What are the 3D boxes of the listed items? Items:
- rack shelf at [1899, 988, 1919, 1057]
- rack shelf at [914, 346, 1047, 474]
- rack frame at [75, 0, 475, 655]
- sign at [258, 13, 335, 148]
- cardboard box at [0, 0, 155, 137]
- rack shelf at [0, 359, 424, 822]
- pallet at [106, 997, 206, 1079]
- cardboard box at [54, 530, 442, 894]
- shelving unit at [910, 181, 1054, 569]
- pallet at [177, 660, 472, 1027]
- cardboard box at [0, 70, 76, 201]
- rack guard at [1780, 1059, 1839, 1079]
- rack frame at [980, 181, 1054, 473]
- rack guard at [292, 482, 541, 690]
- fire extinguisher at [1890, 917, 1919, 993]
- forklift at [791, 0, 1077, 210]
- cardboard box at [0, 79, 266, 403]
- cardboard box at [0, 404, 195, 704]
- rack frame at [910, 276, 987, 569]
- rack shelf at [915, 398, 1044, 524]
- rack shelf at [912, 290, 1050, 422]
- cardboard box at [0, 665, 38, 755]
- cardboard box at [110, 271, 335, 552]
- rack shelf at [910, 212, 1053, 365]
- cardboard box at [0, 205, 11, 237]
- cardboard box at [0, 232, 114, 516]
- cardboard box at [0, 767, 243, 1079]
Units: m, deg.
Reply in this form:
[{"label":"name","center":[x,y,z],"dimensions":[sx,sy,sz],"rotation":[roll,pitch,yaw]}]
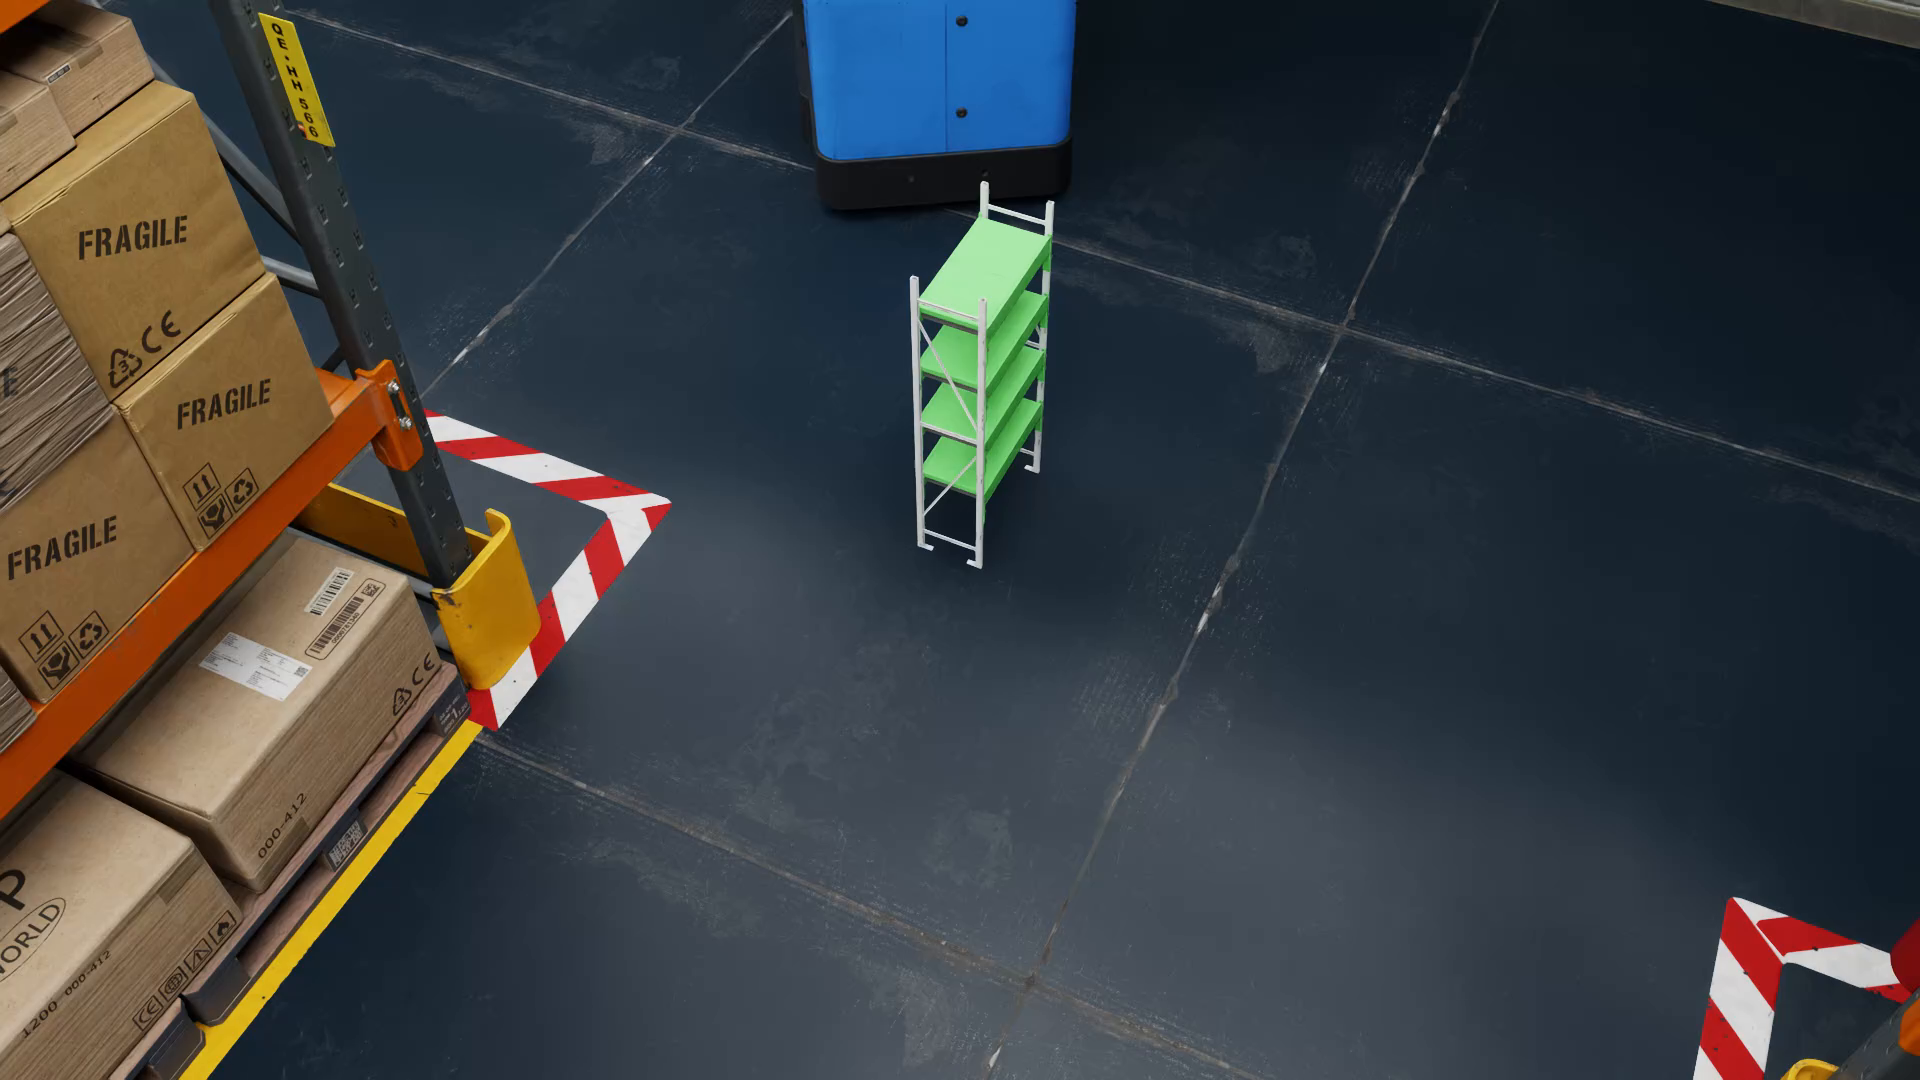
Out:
[{"label":"rack shelf","center":[1.658,2.458,2.162],"dimensions":[1.077,0.370,4.000],"rotation":[20,52,16]},{"label":"rack shelf","center":[0.071,-0.461,5.439],"dimensions":[0.258,0.148,0.480],"rotation":[20,52,16]},{"label":"rack frame","center":[-1.977,-0.765,4.432],"dimensions":[1.000,3.000,0.127],"rotation":[20,52,16]},{"label":"sign","center":[-1.492,-1.031,3.742],"dimensions":[0.100,0.325,0.005],"rotation":[20,52,16]},{"label":"cardboard box","center":[-1.949,-1.020,3.500],"dimensions":[0.380,0.149,0.250],"rotation":[20,53,17]},{"label":"rack shelf","center":[-2.832,0.845,3.534],"dimensions":[1.077,0.370,4.000],"rotation":[20,52,16]},{"label":"pallet","center":[-2.770,1.552,4.291],"dimensions":[1.003,0.211,1.213],"rotation":[20,52,16]},{"label":"cardboard box","center":[-2.169,0.416,4.833],"dimensions":[0.875,0.438,0.875],"rotation":[18,52,15]},{"label":"shelving unit","center":[0.071,-0.503,5.390],"dimensions":[0.258,1.200,0.503],"rotation":[20,52,16]},{"label":"pallet","center":[-2.248,0.715,5.003],"dimensions":[1.003,0.211,1.213],"rotation":[20,52,16]},{"label":"cardboard box","center":[-2.036,-0.837,3.345],"dimensions":[0.380,0.149,0.250],"rotation":[21,53,17]},{"label":"rack guard","center":[2.480,1.710,3.967],"dimensions":[1.175,0.500,0.348],"rotation":[20,52,16]},{"label":"rack frame","center":[0.175,-0.671,5.533],"dimensions":[0.240,1.200,0.015],"rotation":[20,52,16]},{"label":"rack guard","center":[-1.967,0.028,5.398],"dimensions":[1.175,0.500,0.348],"rotation":[20,52,16]},{"label":"fire extinguisher","center":[2.157,0.742,3.445],"dimensions":[0.296,0.674,0.183],"rotation":[20,52,16]},{"label":"forklift","center":[-0.230,-3.435,6.748],"dimensions":[1.130,2.935,3.031],"rotation":[-5,50,-4]},{"label":"cardboard box","center":[-1.968,-0.712,3.664],"dimensions":[0.500,0.500,0.500],"rotation":[21,53,17]},{"label":"cardboard box","center":[-2.172,-0.039,3.748],"dimensions":[0.500,0.500,0.500],"rotation":[19,52,15]},{"label":"rack frame","center":[-0.034,-0.335,5.247],"dimensions":[0.240,1.200,0.015],"rotation":[20,52,16]},{"label":"rack shelf","center":[0.071,-0.306,5.621],"dimensions":[0.258,0.148,0.480],"rotation":[20,52,16]},{"label":"rack shelf","center":[0.071,-0.617,5.256],"dimensions":[0.258,0.148,0.480],"rotation":[20,52,16]},{"label":"cardboard box","center":[-2.383,0.319,3.444],"dimensions":[0.500,0.500,0.500],"rotation":[21,53,17]},{"label":"cardboard box","center":[-1.944,-0.379,4.038],"dimensions":[0.500,0.500,0.500],"rotation":[20,53,16]},{"label":"rack shelf","center":[0.071,-0.772,5.073],"dimensions":[0.258,0.148,0.480],"rotation":[20,52,16]},{"label":"cardboard box","center":[-2.070,-0.632,3.170],"dimensions":[0.380,0.149,0.250],"rotation":[19,52,16]},{"label":"cardboard box","center":[-2.165,-0.343,3.350],"dimensions":[0.500,0.500,0.500],"rotation":[20,52,16]},{"label":"cardboard box","center":[-2.552,1.049,4.294],"dimensions":[0.875,0.438,0.875],"rotation":[21,53,17]}]
